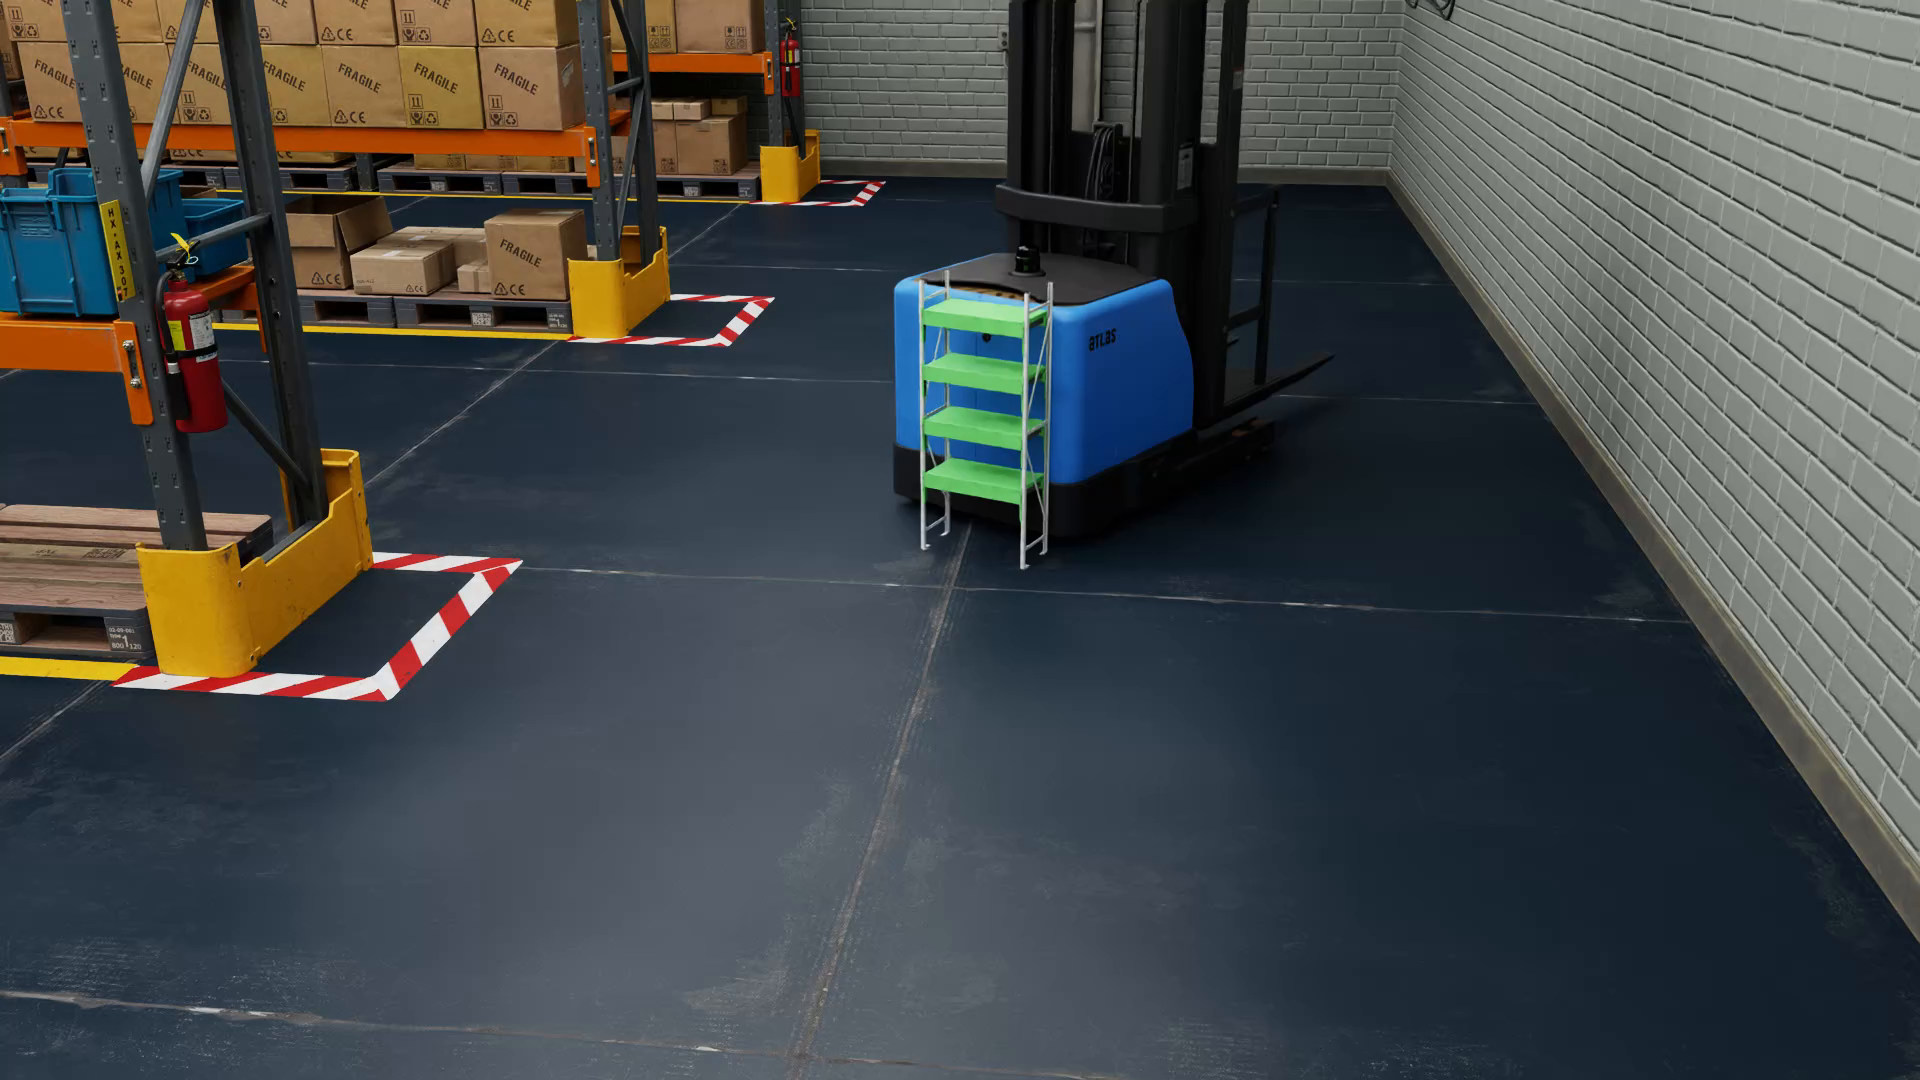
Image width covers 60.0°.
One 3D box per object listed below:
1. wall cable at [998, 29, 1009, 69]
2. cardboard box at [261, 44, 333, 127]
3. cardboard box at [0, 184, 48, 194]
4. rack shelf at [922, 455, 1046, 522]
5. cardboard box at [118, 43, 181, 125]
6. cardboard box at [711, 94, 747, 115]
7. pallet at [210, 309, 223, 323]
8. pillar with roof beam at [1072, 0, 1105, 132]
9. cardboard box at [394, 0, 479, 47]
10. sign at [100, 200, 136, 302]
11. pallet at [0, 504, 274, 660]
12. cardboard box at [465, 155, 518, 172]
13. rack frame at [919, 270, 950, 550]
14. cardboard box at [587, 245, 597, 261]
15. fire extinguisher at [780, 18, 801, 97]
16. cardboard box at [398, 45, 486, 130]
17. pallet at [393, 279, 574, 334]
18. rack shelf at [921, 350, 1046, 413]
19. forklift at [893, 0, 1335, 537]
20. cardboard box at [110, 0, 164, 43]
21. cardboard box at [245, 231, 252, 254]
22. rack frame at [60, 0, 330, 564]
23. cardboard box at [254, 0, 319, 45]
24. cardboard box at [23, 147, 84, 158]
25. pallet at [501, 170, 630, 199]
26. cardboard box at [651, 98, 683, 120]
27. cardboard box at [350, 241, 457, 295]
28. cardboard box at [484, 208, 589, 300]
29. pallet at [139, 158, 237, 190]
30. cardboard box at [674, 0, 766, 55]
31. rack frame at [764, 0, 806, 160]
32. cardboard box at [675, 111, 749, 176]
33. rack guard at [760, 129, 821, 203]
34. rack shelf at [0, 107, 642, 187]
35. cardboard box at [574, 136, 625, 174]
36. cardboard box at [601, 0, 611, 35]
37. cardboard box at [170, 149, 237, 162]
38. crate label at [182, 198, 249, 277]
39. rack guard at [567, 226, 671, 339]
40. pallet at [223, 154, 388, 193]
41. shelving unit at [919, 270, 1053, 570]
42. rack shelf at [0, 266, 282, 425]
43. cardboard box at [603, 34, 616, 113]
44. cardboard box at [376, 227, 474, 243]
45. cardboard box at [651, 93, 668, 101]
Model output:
[{"bbox_3d":[-0.238,-5.478,15.834,1.851,1.984,0.084,2,22,6],"label":"wall cable"},{"bbox_3d":[-4.188,-2.940,10.660,0.500,0.500,0.500,2,22,6],"label":"cardboard box"},{"bbox_3d":[-6.624,-2.232,11.807,0.500,0.500,0.500,2,22,4],"label":"cardboard box"},{"bbox_3d":[0.107,-0.228,7.212,0.480,0.148,0.258,11,24,26],"label":"rack shelf"},{"bbox_3d":[-5.189,-2.984,10.771,0.500,0.500,0.500,3,22,7],"label":"cardboard box"},{"bbox_3d":[-2.180,-4.111,15.706,0.250,0.149,0.380,3,22,7],"label":"cardboard box"},{"bbox_3d":[-5.490,-1.753,11.587,1.213,0.211,1.003,2,22,6],"label":"pallet"},{"bbox_3d":[0.656,-6.133,10.712,0.400,9.000,9.100,2,22,6],"label":"pillar with roof beam"},{"bbox_3d":[-3.176,-3.359,10.360,0.500,0.500,0.500,3,22,8],"label":"cardboard box"},{"bbox_3d":[-2.835,-0.973,5.599,0.005,0.325,0.100,2,22,6],"label":"sign"},{"bbox_3d":[-3.601,0.148,6.777,1.213,0.211,1.003,2,22,6],"label":"pallet"},{"bbox_3d":[-4.364,-3.829,15.873,0.500,0.500,0.700,2,22,6],"label":"cardboard box"},{"bbox_3d":[-0.107,-0.554,7.208,0.015,1.200,0.240,11,24,26],"label":"rack frame"},{"bbox_3d":[-2.575,-1.929,11.519,0.250,0.149,0.380,2,22,6],"label":"cardboard box"},{"bbox_3d":[-1.525,-4.331,14.928,0.183,0.674,0.296,2,22,6],"label":"fire extinguisher"},{"bbox_3d":[-3.192,-2.895,10.545,0.500,0.500,0.500,3,22,7],"label":"cardboard box"},{"bbox_3d":[-3.067,-1.647,11.320,1.213,0.211,1.003,2,22,6],"label":"pallet"},{"bbox_3d":[0.107,-0.675,7.035,0.480,0.148,0.258,11,24,26],"label":"rack shelf"},{"bbox_3d":[0.974,-1.855,8.146,1.130,2.935,3.031,15,26,34],"label":"forklift"},{"bbox_3d":[-5.225,-3.446,10.581,0.500,0.500,0.500,2,22,5],"label":"cardboard box"},{"bbox_3d":[-4.828,-2.081,11.681,0.500,0.311,0.500,2,22,6],"label":"cardboard box"},{"bbox_3d":[-2.787,-1.099,6.139,0.127,3.000,1.000,2,22,6],"label":"rack frame"},{"bbox_3d":[-4.202,-3.402,10.468,0.500,0.500,0.500,3,22,8],"label":"cardboard box"},{"bbox_3d":[-8.850,-4.178,16.280,0.750,0.750,0.750,2,22,6],"label":"cardboard box"},{"bbox_3d":[-3.632,-3.479,15.951,1.213,0.211,1.003,2,22,6],"label":"pallet"},{"bbox_3d":[-2.730,-3.994,15.408,0.250,0.149,0.380,3,22,8],"label":"cardboard box"},{"bbox_3d":[-3.709,-1.818,11.101,0.500,0.250,0.500,2,22,6],"label":"cardboard box"},{"bbox_3d":[-2.769,-1.883,10.923,0.500,0.500,0.500,2,22,6],"label":"cardboard box"},{"bbox_3d":[-7.583,-3.650,16.384,1.213,0.211,1.003,2,22,6],"label":"pallet"},{"bbox_3d":[-2.128,-4.874,15.279,0.700,0.700,0.980,3,22,9],"label":"cardboard box"},{"bbox_3d":[-1.621,-4.716,15.288,0.127,3.000,1.000,2,22,6],"label":"rack frame"},{"bbox_3d":[-2.328,-3.742,15.654,0.500,0.500,0.700,2,22,6],"label":"cardboard box"},{"bbox_3d":[-1.597,-3.552,15.745,0.348,0.500,1.175,2,22,6],"label":"rack guard"},{"bbox_3d":[-4.186,-2.659,11.064,4.000,0.370,1.077,2,22,6],"label":"rack shelf"},{"bbox_3d":[-3.324,-3.785,15.763,0.500,0.500,0.700,2,22,5],"label":"cardboard box"},{"bbox_3d":[-2.610,-3.534,10.802,0.500,0.500,0.500,3,22,8],"label":"cardboard box"},{"bbox_3d":[-7.137,-4.102,16.089,0.750,0.750,0.750,3,22,8],"label":"cardboard box"},{"bbox_3d":[-2.993,-1.179,6.489,0.303,0.233,0.416,2,22,6],"label":"crate label"},{"bbox_3d":[-2.275,-1.748,11.180,0.348,0.500,1.175,2,22,6],"label":"rack guard"},{"bbox_3d":[-6.368,-3.598,16.253,1.213,0.211,1.003,2,22,6],"label":"pallet"},{"bbox_3d":[0.107,-0.511,7.100,0.503,1.200,0.258,11,24,26],"label":"shelving unit"},{"bbox_3d":[-4.773,-0.850,6.490,4.000,0.370,1.077,2,22,6],"label":"rack shelf"},{"bbox_3d":[-2.610,-3.069,10.986,0.500,0.500,0.500,3,22,7],"label":"cardboard box"},{"bbox_3d":[-3.700,-2.003,11.568,0.500,0.250,0.500,2,22,6],"label":"cardboard box"},{"bbox_3d":[-2.932,-4.144,15.789,0.250,0.149,0.380,3,22,7],"label":"cardboard box"}]
